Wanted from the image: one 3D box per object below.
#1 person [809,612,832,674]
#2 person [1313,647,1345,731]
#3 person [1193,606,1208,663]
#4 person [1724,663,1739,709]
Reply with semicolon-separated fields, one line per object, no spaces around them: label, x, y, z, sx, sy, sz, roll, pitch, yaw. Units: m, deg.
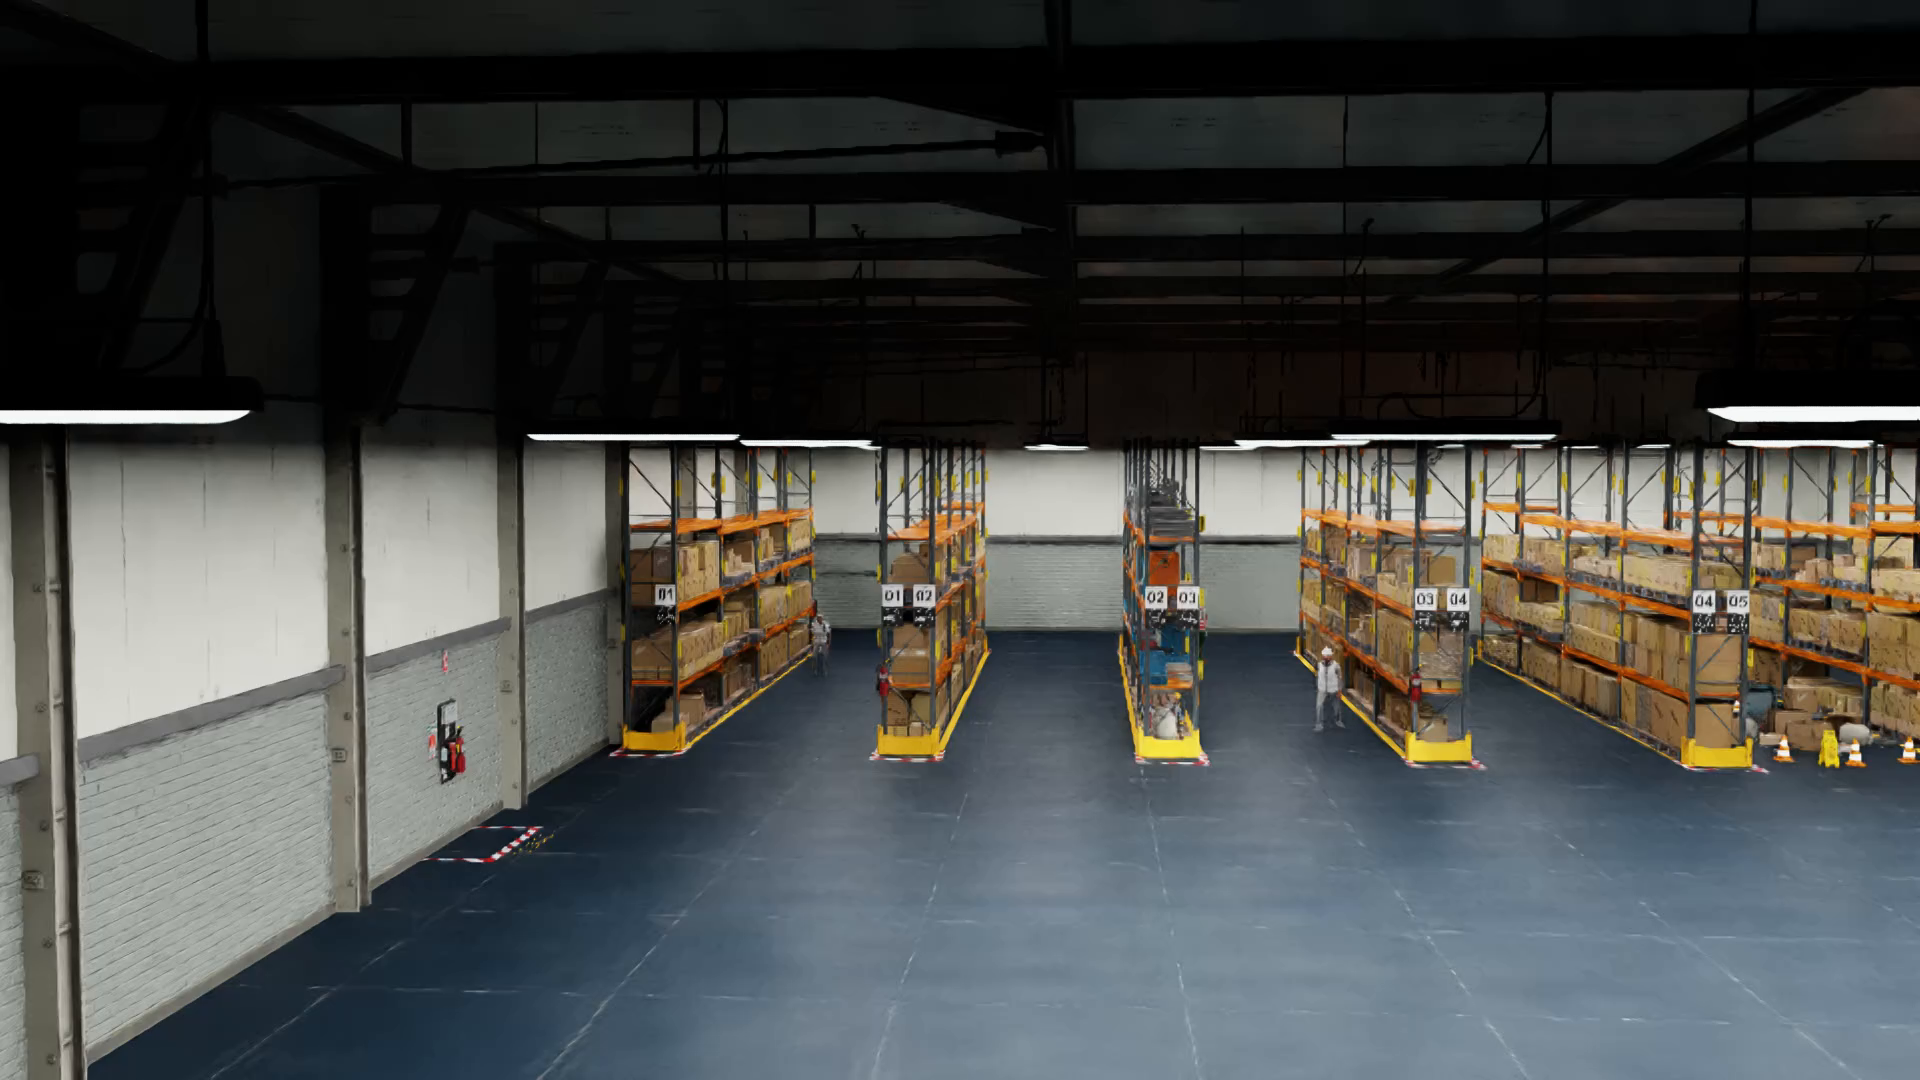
person;-3.580;2.641;42.663;0.592;1.618;0.532;0;3;2
person;7.573;3.044;34.088;0.572;1.721;0.955;1;3;25
person;6.496;2.412;44.843;0.439;1.787;0.600;-1;3;-26
person;17.092;2.847;37.011;0.574;1.764;0.669;2;4;32
